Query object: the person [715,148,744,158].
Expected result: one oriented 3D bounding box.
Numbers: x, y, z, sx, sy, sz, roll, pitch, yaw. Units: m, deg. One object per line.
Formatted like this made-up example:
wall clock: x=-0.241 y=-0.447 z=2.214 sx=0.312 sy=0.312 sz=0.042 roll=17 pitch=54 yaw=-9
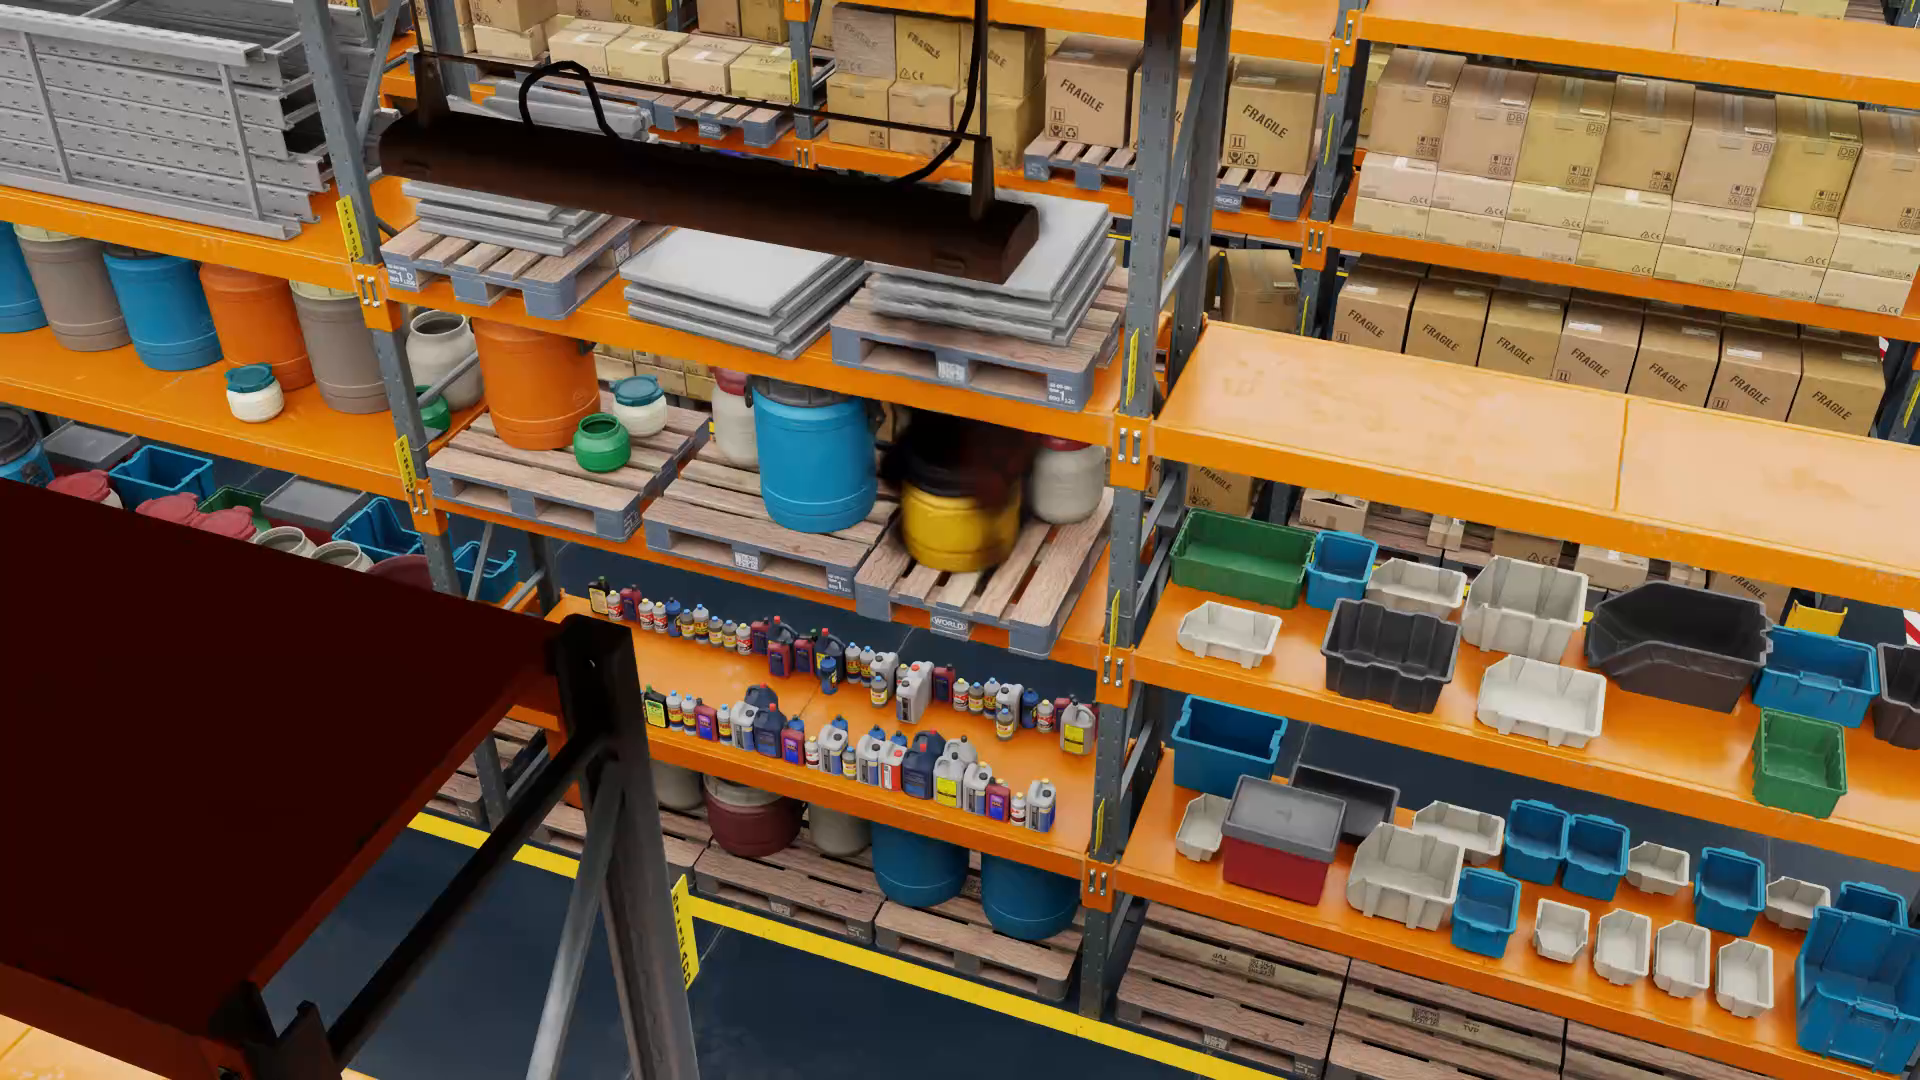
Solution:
person: x=-2.267 y=-3.526 z=16.847 sx=0.975 sy=1.630 sz=0.555 roll=8 pitch=37 yaw=10
